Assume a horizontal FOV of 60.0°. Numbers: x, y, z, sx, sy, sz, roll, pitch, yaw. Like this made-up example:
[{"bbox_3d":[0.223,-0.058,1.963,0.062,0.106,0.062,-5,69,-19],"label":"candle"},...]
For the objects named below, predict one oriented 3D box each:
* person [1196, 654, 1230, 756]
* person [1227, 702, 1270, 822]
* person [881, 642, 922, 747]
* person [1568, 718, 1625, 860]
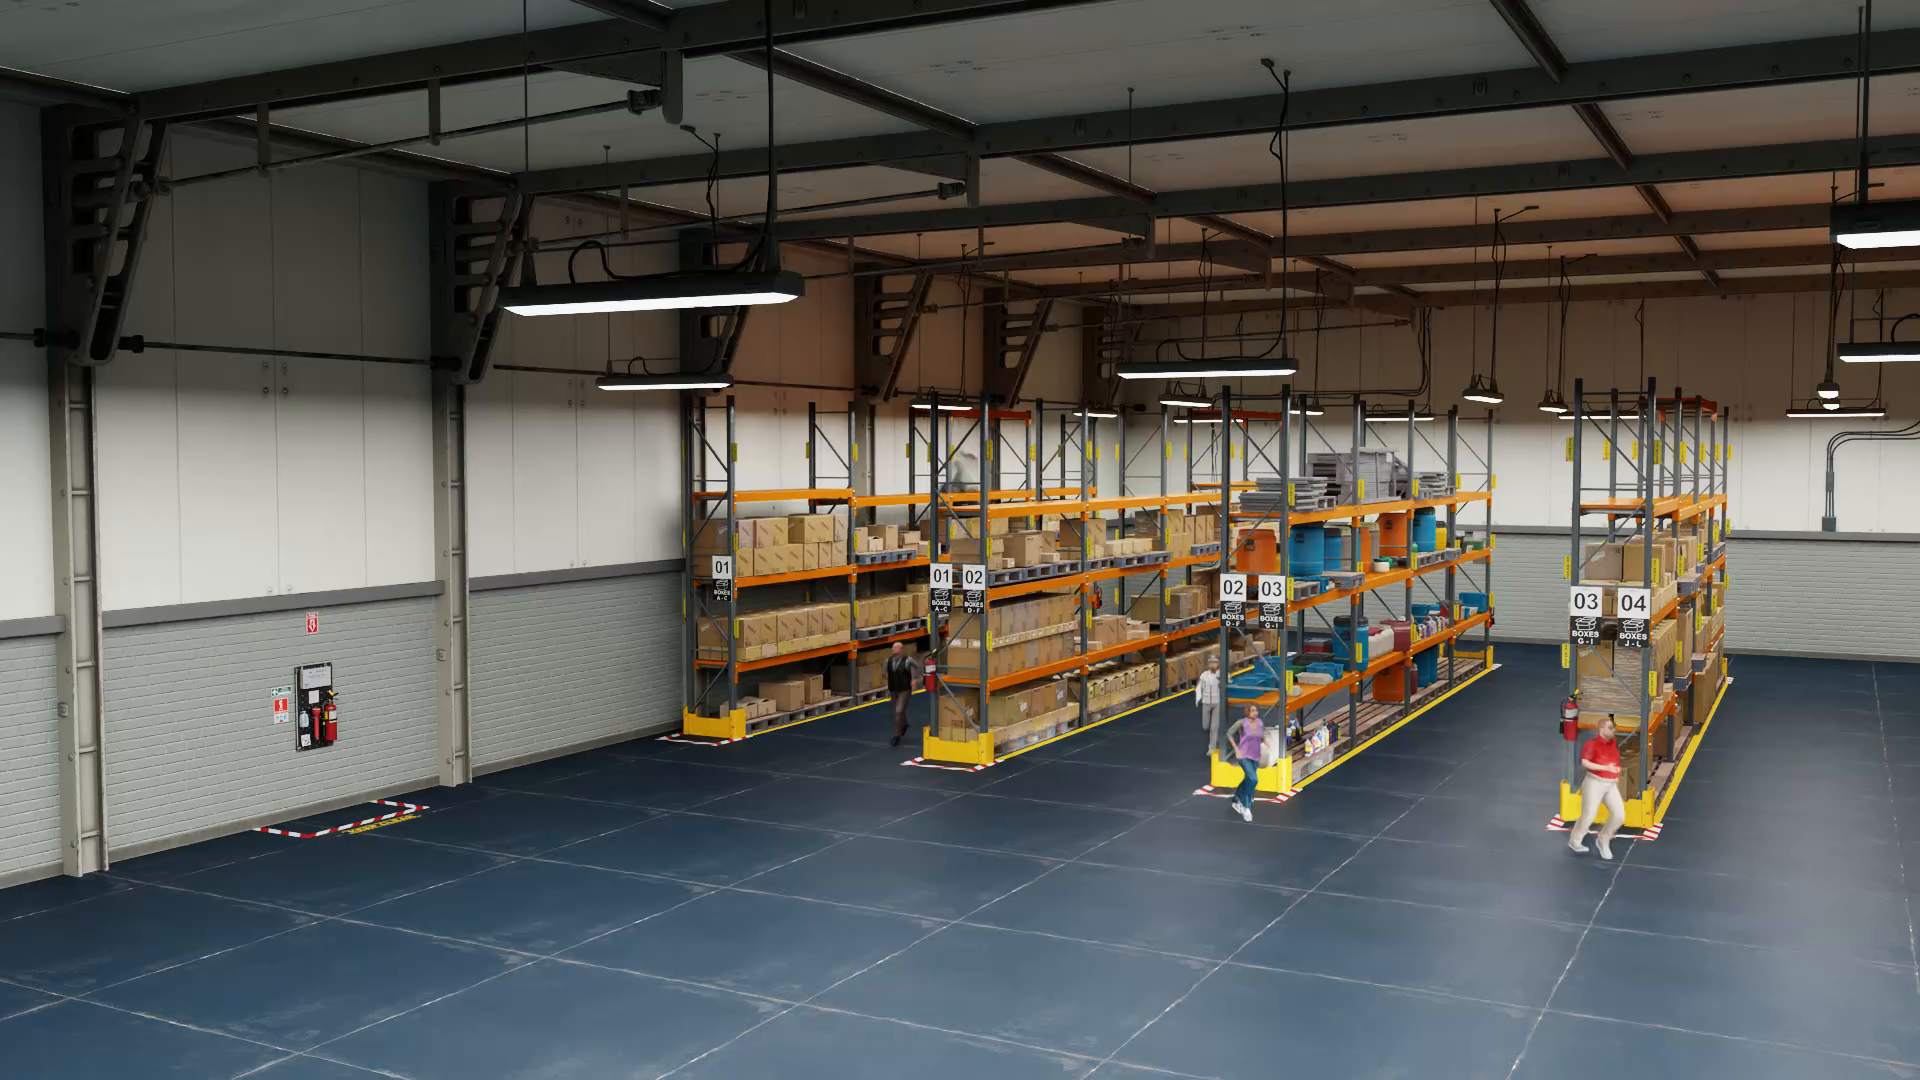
[{"bbox_3d":[4.232,2.724,27.681,0.628,1.662,0.623,1,3,22],"label":"person"},{"bbox_3d":[3.949,3.015,22.733,0.503,1.587,0.743,-1,3,-26],"label":"person"},{"bbox_3d":[-1.012,2.630,28.685,0.665,1.754,0.954,2,3,28],"label":"person"},{"bbox_3d":[7.952,3.084,20.543,0.656,1.759,0.760,-1,3,-18],"label":"person"}]
